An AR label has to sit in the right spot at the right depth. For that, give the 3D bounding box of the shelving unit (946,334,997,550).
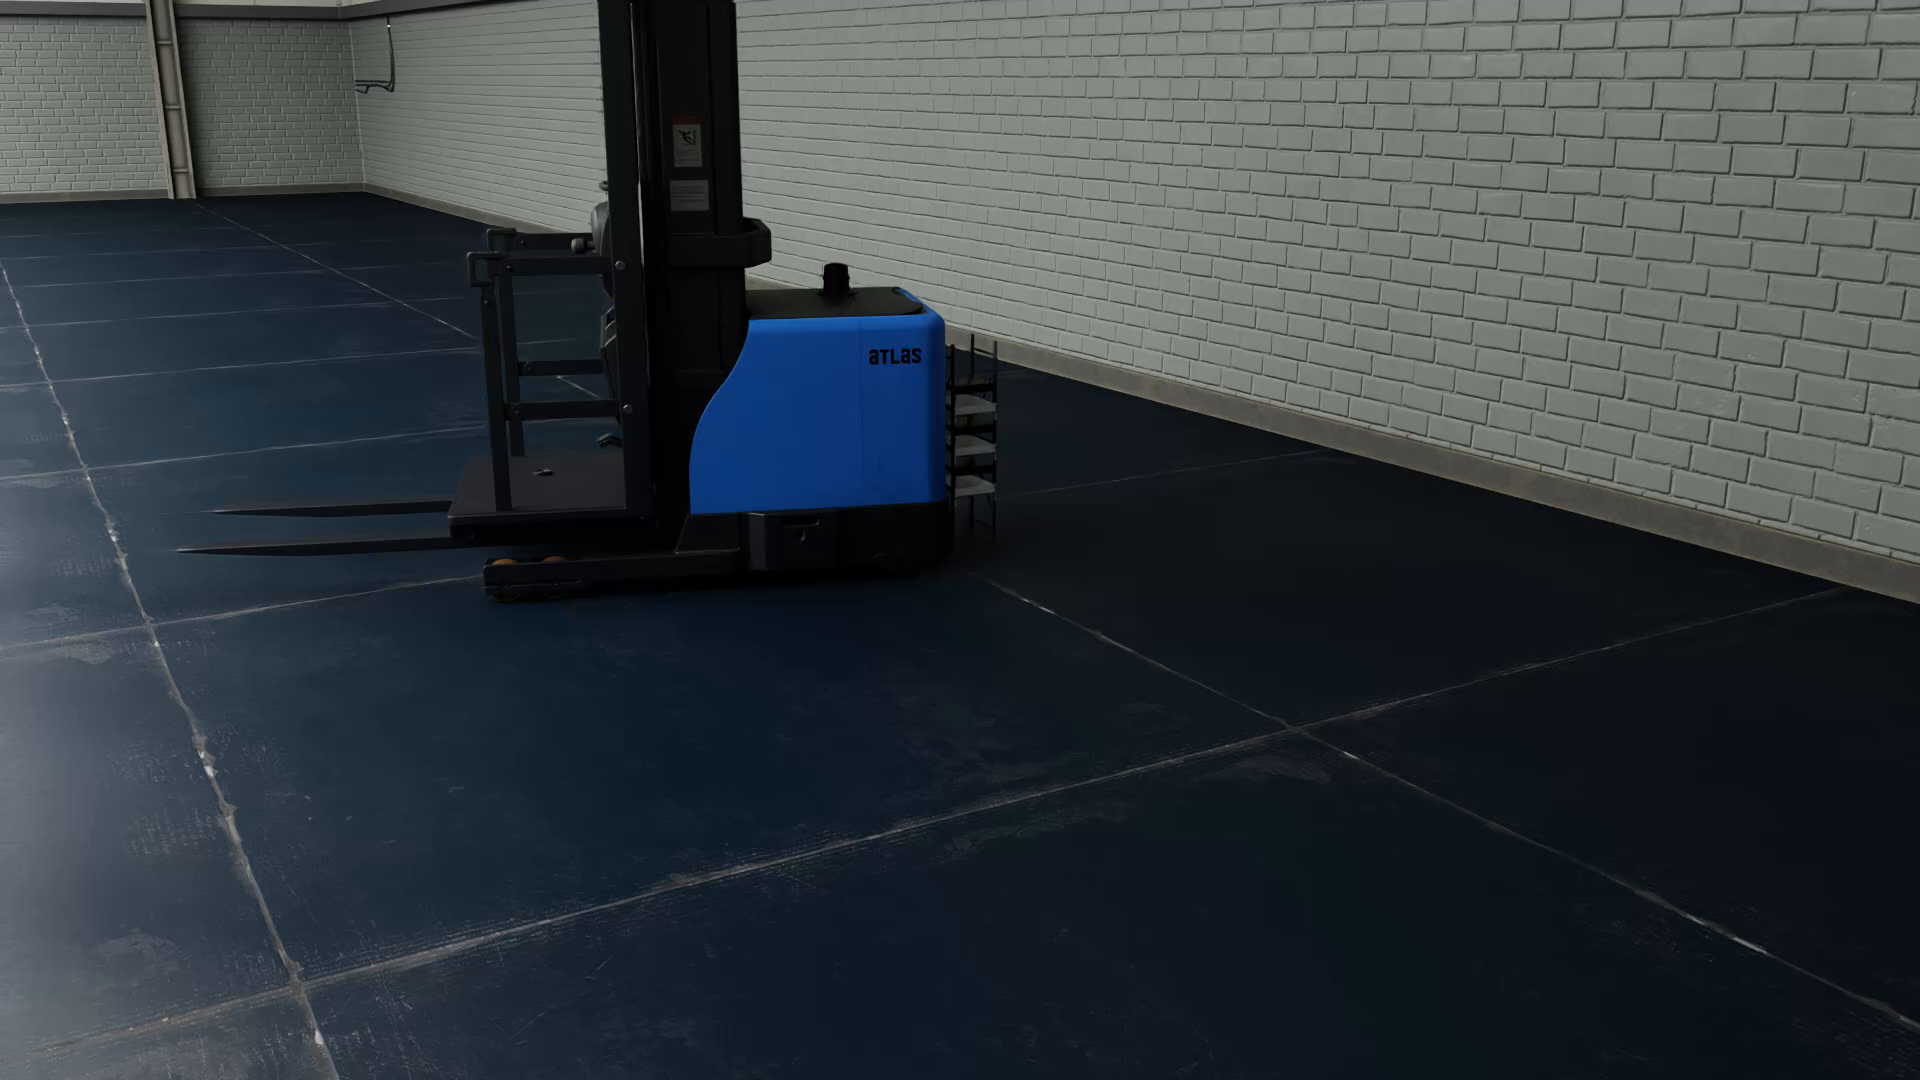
[{"bbox_3d":[0.012,-0.433,7.284,0.210,0.900,0.258,-8,17,-25],"label":"shelving unit"}]

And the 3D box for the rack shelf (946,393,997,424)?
[{"bbox_3d":[0.012,-0.574,7.244,0.200,0.077,0.258,-8,17,-25],"label":"rack shelf"}]

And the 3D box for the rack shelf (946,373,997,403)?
[{"bbox_3d":[0.012,-0.660,7.220,0.200,0.077,0.258,-8,17,-25],"label":"rack shelf"}]

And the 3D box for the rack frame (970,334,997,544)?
[{"bbox_3d":[0.103,-0.445,7.327,0.006,0.900,0.240,-8,17,-25],"label":"rack frame"}]

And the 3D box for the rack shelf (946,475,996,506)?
[{"bbox_3d":[0.012,-0.227,7.342,0.200,0.077,0.258,-8,17,-25],"label":"rack shelf"}]

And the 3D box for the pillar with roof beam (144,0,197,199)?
[{"bbox_3d":[-10.791,-9.059,23.053,0.400,9.000,9.100,-9,18,-30],"label":"pillar with roof beam"}]

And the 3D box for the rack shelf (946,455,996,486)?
[{"bbox_3d":[0.012,-0.314,7.317,0.200,0.077,0.258,-8,17,-25],"label":"rack shelf"}]

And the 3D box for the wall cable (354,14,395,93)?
[{"bbox_3d":[-9.802,-8.663,27.395,0.112,2.526,3.097,-9,18,-30],"label":"wall cable"}]

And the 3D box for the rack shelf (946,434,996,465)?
[{"bbox_3d":[0.012,-0.401,7.293,0.200,0.077,0.258,-8,17,-25],"label":"rack shelf"}]

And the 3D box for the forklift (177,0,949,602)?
[{"bbox_3d":[-1.615,-1.324,6.702,3.031,2.935,1.130,-3,16,-11],"label":"forklift"}]

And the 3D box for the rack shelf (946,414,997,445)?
[{"bbox_3d":[0.012,-0.487,7.268,0.200,0.077,0.258,-8,17,-25],"label":"rack shelf"}]

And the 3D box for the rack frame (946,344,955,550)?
[{"bbox_3d":[-0.079,-0.420,7.240,0.006,0.900,0.240,-8,17,-25],"label":"rack frame"}]
